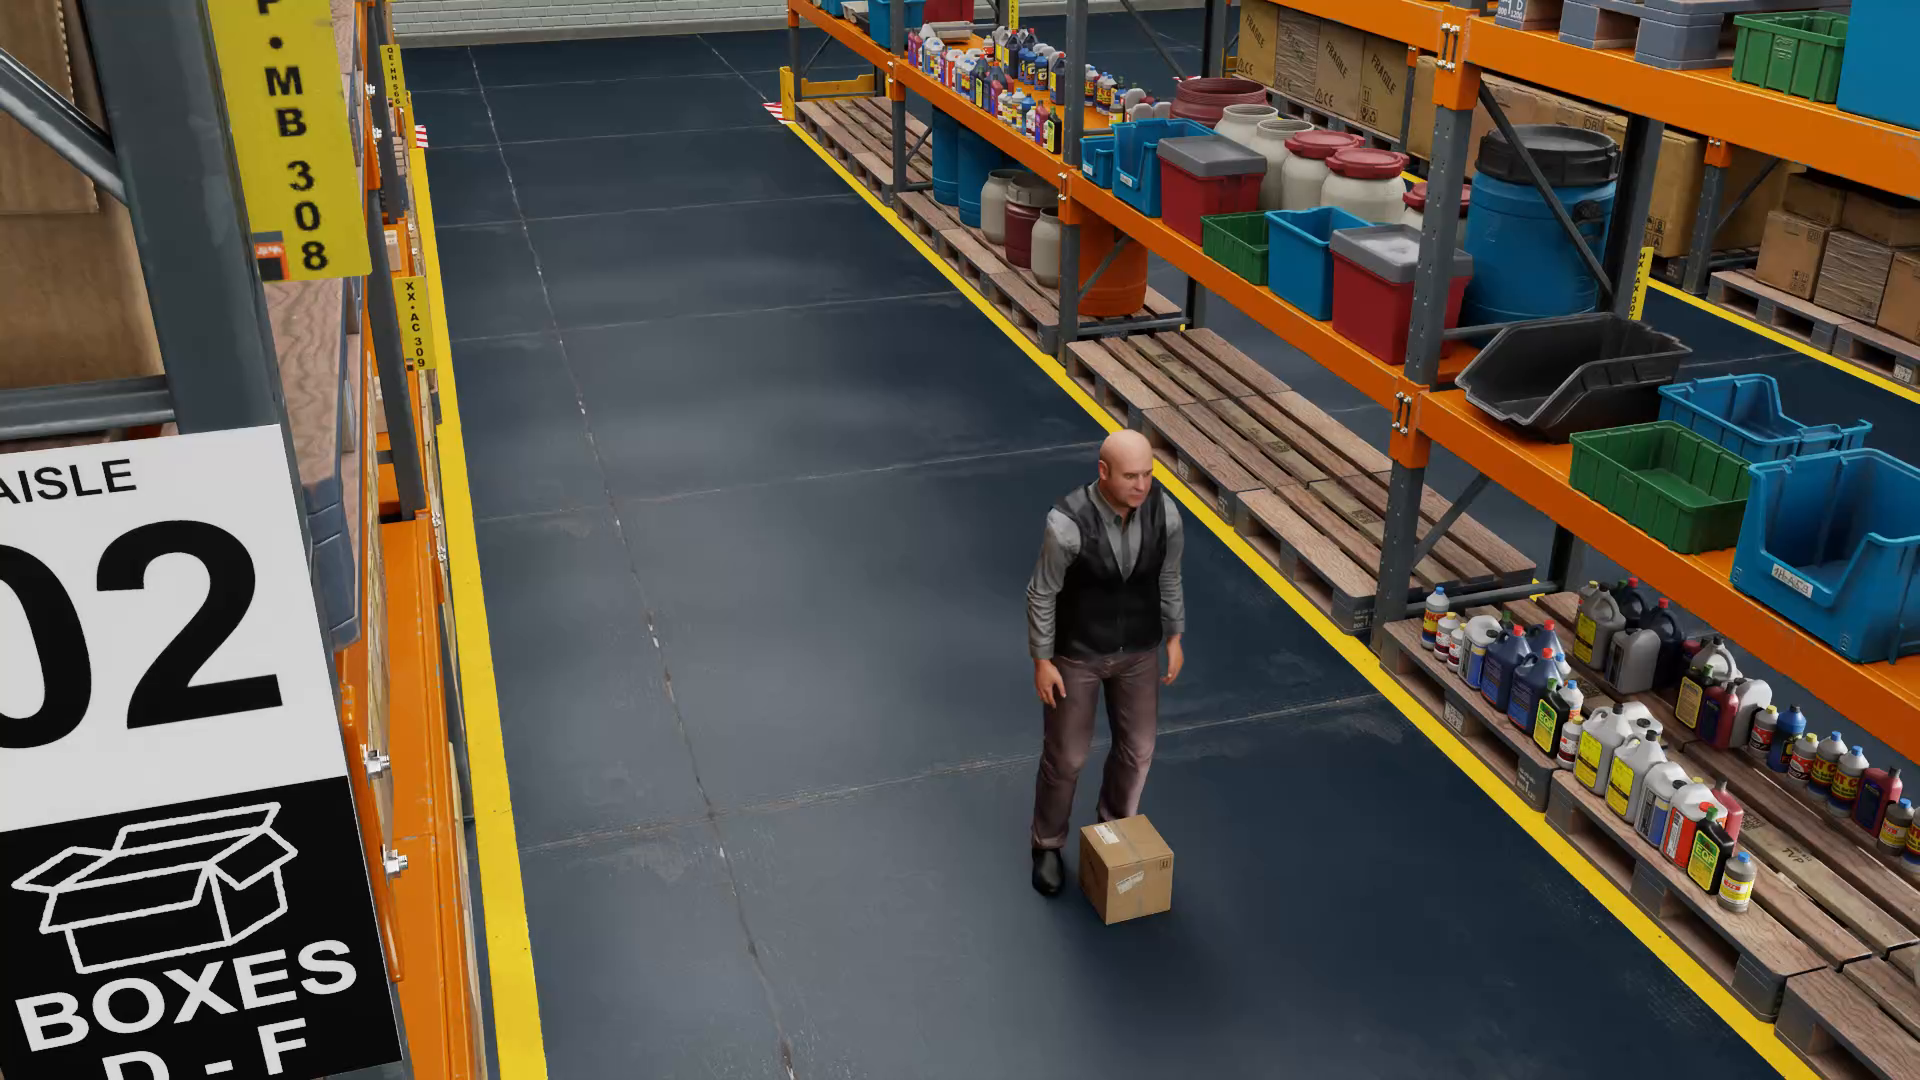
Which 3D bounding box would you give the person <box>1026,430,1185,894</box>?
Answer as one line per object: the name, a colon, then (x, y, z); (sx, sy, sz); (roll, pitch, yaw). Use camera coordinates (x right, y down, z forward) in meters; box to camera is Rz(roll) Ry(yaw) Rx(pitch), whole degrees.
person: (0.503, 0.394, 5.838); (0.592, 1.722, 0.416); (-9, 28, -18)
